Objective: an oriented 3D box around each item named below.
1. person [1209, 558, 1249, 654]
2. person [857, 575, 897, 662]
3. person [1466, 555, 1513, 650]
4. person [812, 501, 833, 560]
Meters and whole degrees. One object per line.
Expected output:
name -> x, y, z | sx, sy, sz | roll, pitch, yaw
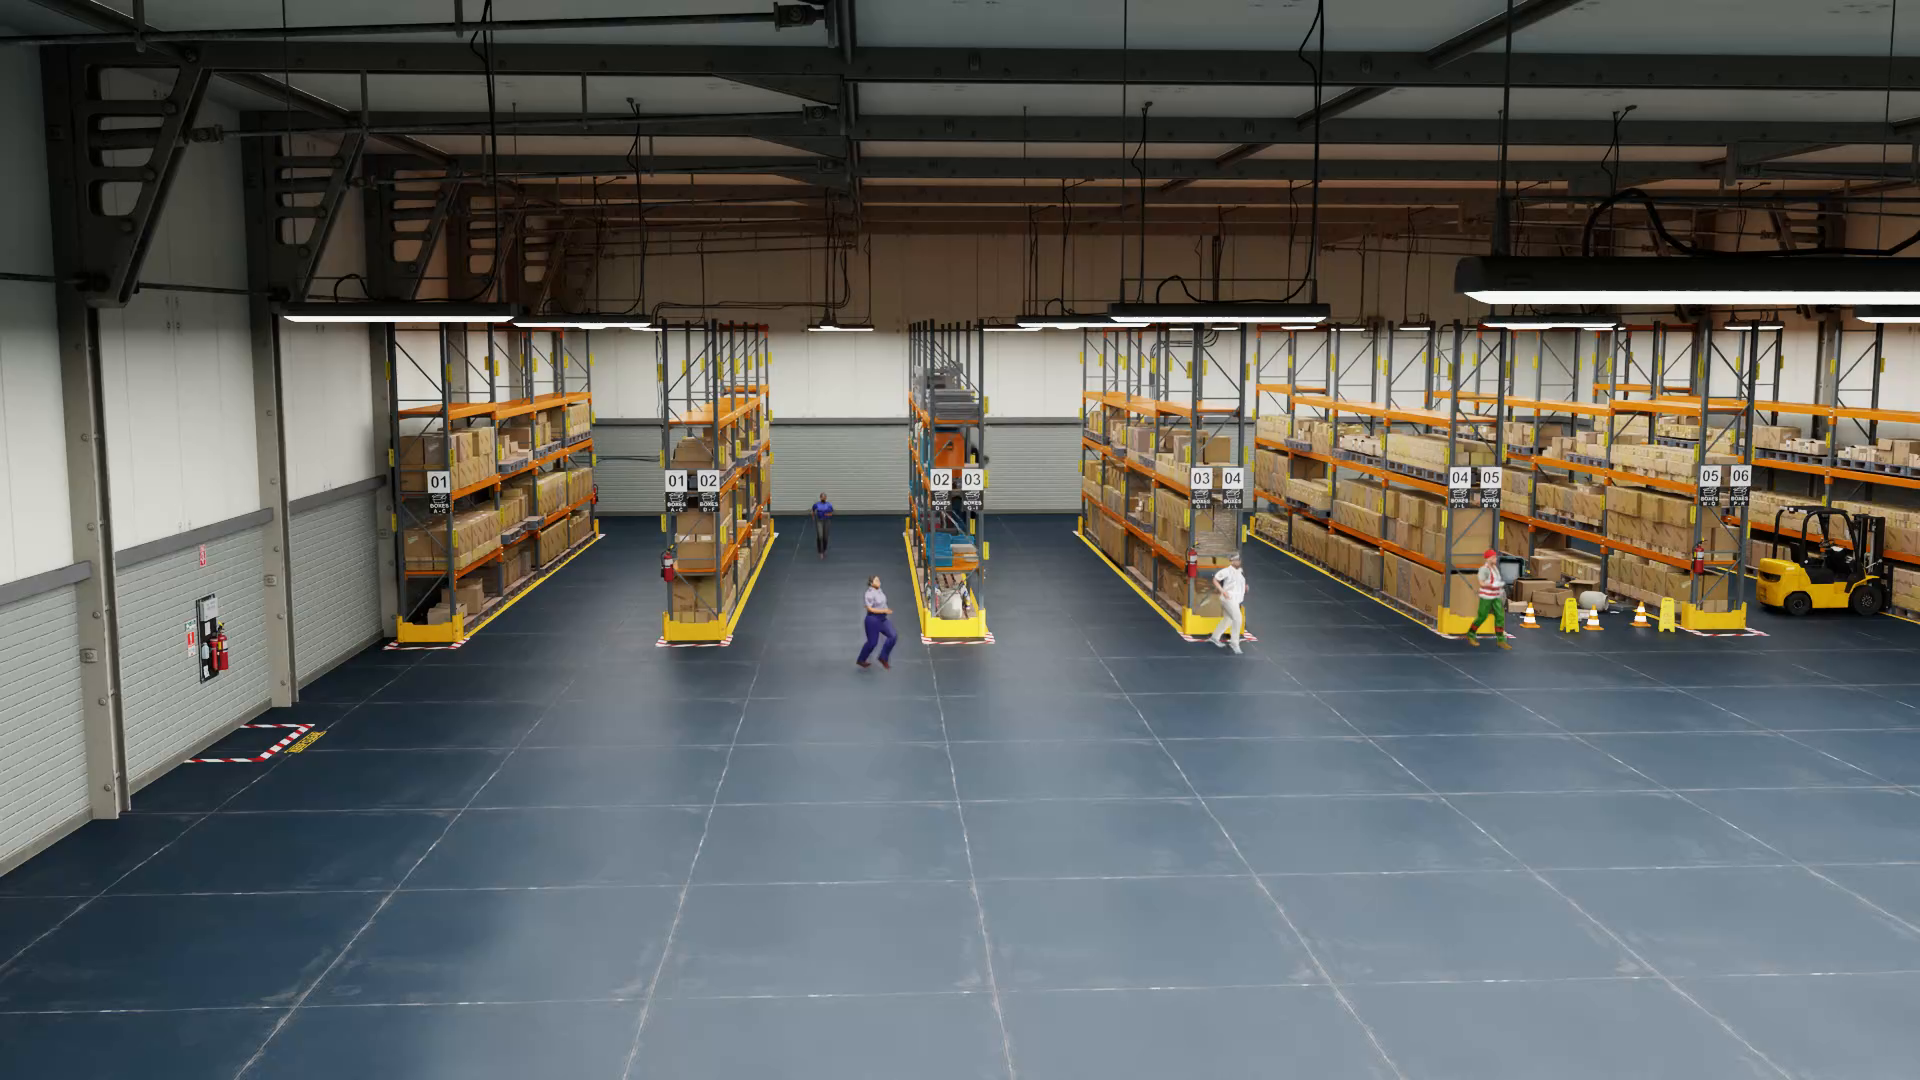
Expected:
person -> 4.910, 1.150, 30.237 | 0.747, 1.802, 0.676 | 5, 9, 37
person -> -1.426, 1.353, 28.522 | 0.686, 1.522, 0.610 | 4, 8, 27
person -> 9.611, 1.045, 30.291 | 0.667, 1.666, 0.774 | -6, 9, -39
person -> -3.520, -0.265, 42.740 | 0.510, 1.512, 0.713 | -2, 7, -13
